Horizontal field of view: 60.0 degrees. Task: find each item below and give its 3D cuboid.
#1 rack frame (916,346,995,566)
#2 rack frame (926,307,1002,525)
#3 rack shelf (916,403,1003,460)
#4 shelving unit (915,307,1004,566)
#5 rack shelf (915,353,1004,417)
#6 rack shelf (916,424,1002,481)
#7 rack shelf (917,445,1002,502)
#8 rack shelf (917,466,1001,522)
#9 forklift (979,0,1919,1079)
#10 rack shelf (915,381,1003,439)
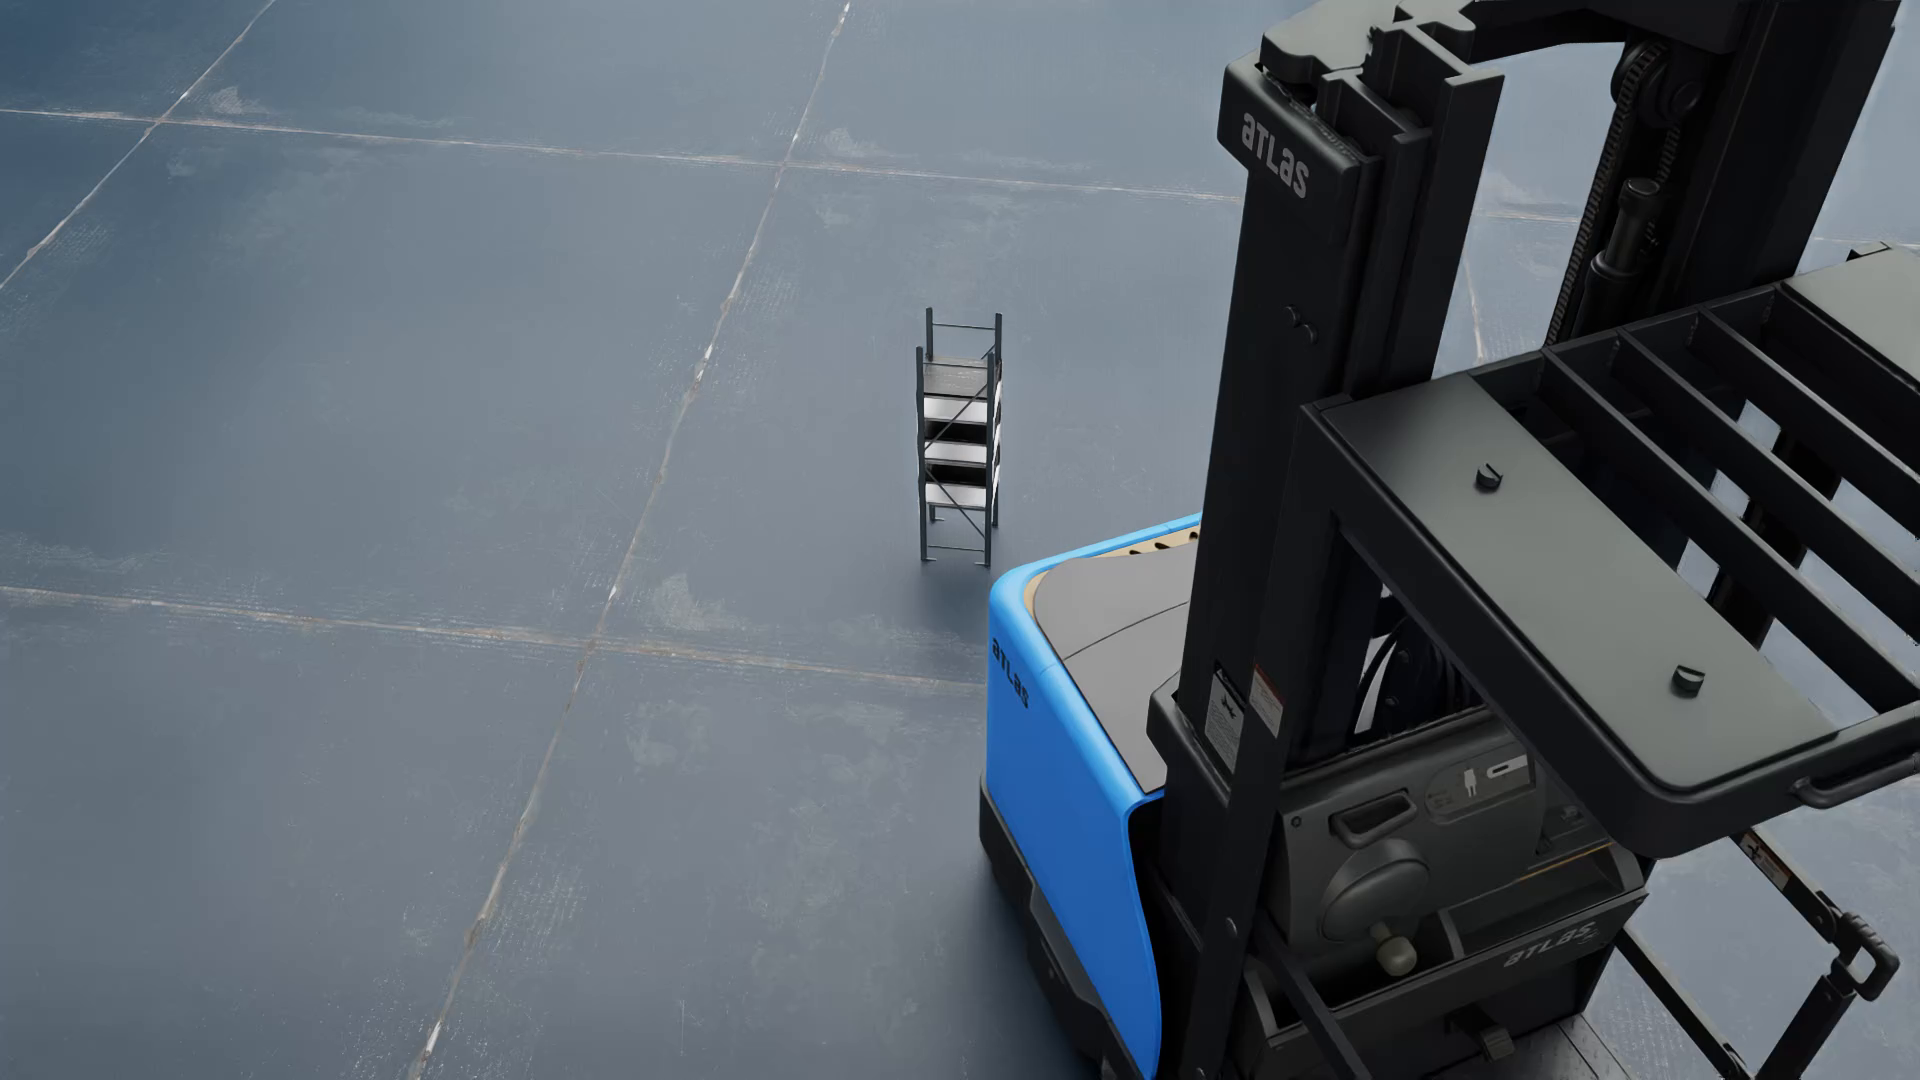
[{"bbox_3d":[-0.015,-0.252,5.362,0.240,0.900,0.006,5,44,6],"label":"rack frame"},{"bbox_3d":[0.012,-0.391,5.508,0.240,0.900,0.006,5,44,6],"label":"rack frame"},{"bbox_3d":[-0.001,-0.362,5.396,0.258,0.077,0.200,5,44,6],"label":"rack shelf"},{"bbox_3d":[-0.001,-0.321,5.435,0.258,0.900,0.210,5,44,6],"label":"shelving unit"},{"bbox_3d":[-0.001,-0.493,5.272,0.258,0.077,0.200,5,44,6],"label":"rack shelf"},{"bbox_3d":[-0.001,-0.297,5.458,0.258,0.077,0.200,5,44,6],"label":"rack shelf"},{"bbox_3d":[-0.001,-0.232,5.520,0.258,0.077,0.200,5,44,6],"label":"rack shelf"},{"bbox_3d":[-0.001,-0.166,5.581,0.258,0.077,0.200,5,44,6],"label":"rack shelf"},{"bbox_3d":[1.094,0.606,2.978,1.130,2.935,3.031,-16,46,-16],"label":"forklift"},{"bbox_3d":[-0.001,-0.428,5.334,0.258,0.077,0.200,5,44,6],"label":"rack shelf"}]
